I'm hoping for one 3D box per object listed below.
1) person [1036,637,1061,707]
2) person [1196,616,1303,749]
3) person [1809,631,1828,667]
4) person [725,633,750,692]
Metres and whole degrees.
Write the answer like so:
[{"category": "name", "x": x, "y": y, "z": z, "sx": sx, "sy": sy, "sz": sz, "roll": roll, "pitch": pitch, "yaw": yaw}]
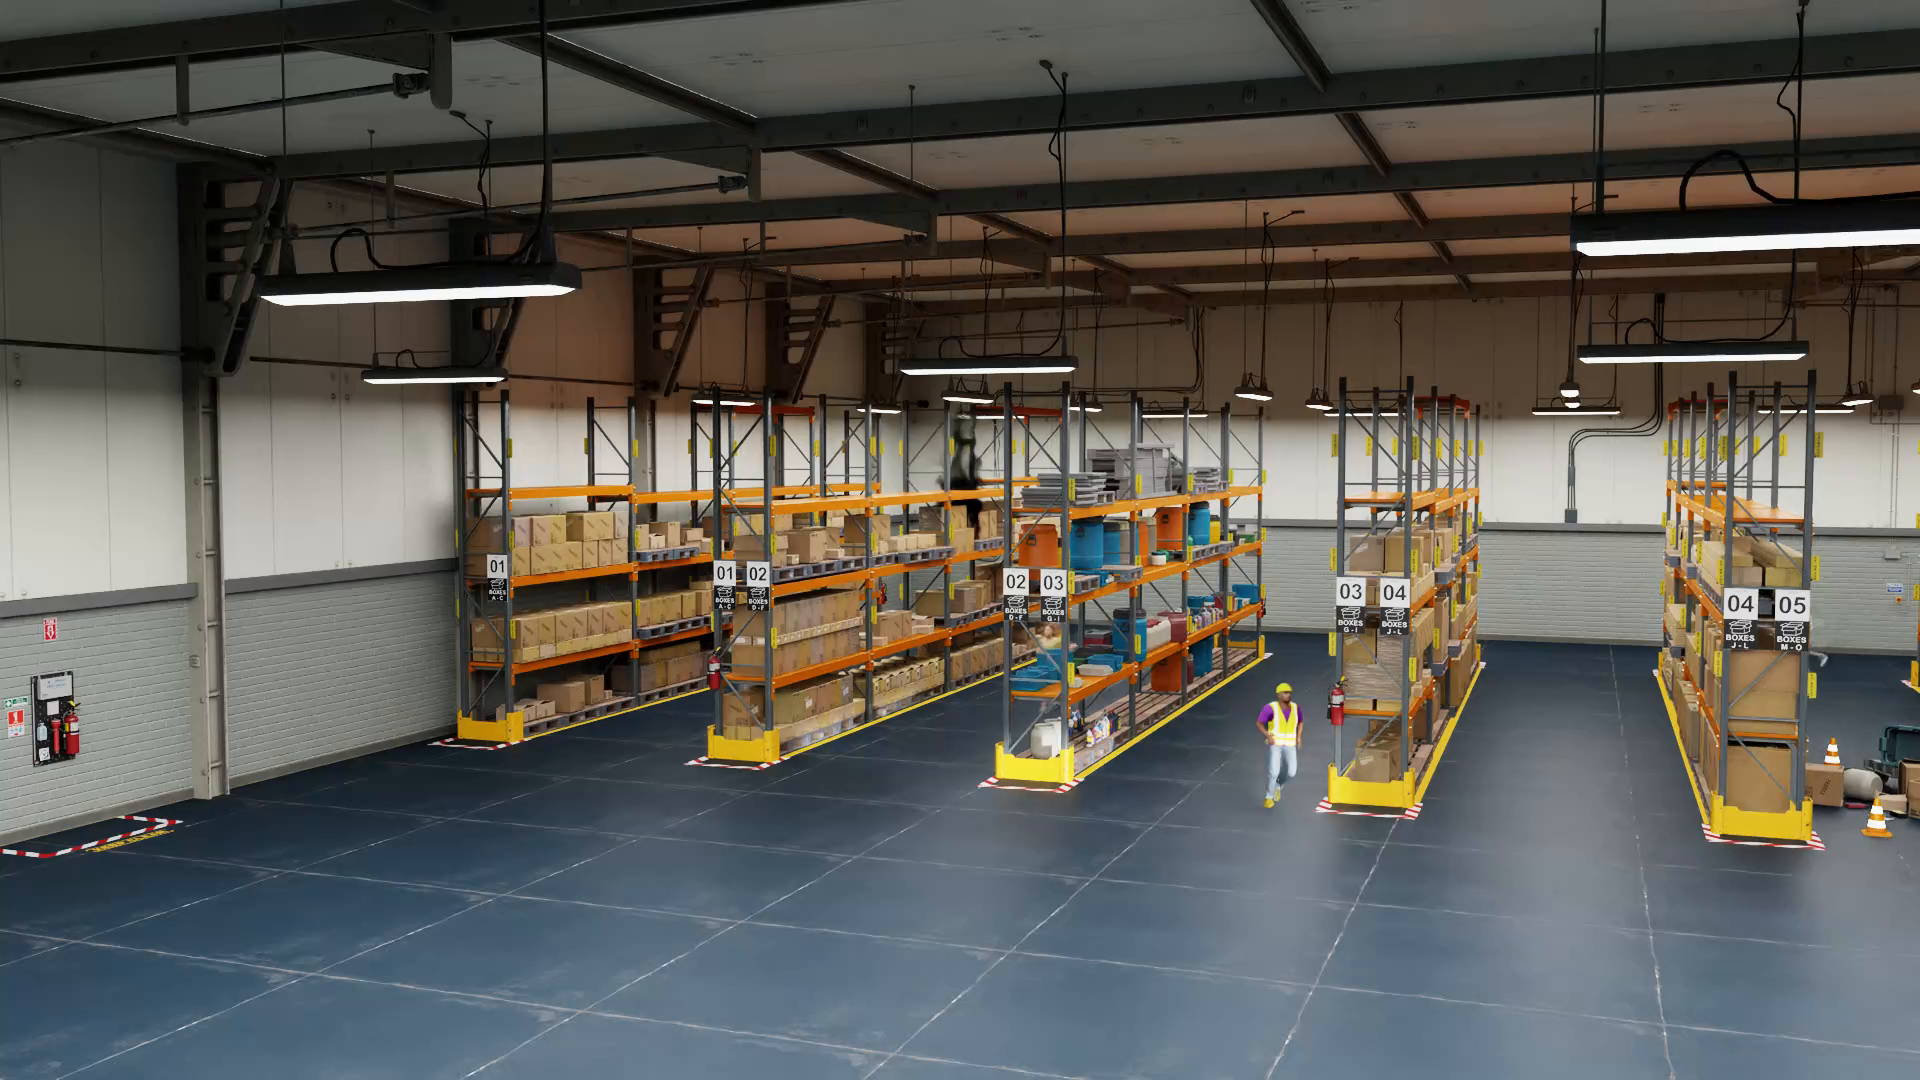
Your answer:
[{"category": "person", "x": 1.692, "y": 2.497, "z": 31.607, "sx": 0.536, "sy": 1.307, "sz": 0.880, "roll": 2, "pitch": 4, "yaw": 27}, {"category": "person", "x": 4.542, "y": 2.196, "z": 28.450, "sx": 2.254, "sy": 0.890, "sz": 10.957, "roll": 0, "pitch": 3, "yaw": -8}, {"category": "person", "x": 18.788, "y": 2.233, "z": 36.817, "sx": 0.818, "sy": 1.547, "sz": 0.539, "roll": 1, "pitch": 3, "yaw": 10}, {"category": "person", "x": -4.054, "y": 2.499, "z": 31.311, "sx": 0.677, "sy": 1.620, "sz": 0.850, "roll": 1, "pitch": 3, "yaw": 13}]
